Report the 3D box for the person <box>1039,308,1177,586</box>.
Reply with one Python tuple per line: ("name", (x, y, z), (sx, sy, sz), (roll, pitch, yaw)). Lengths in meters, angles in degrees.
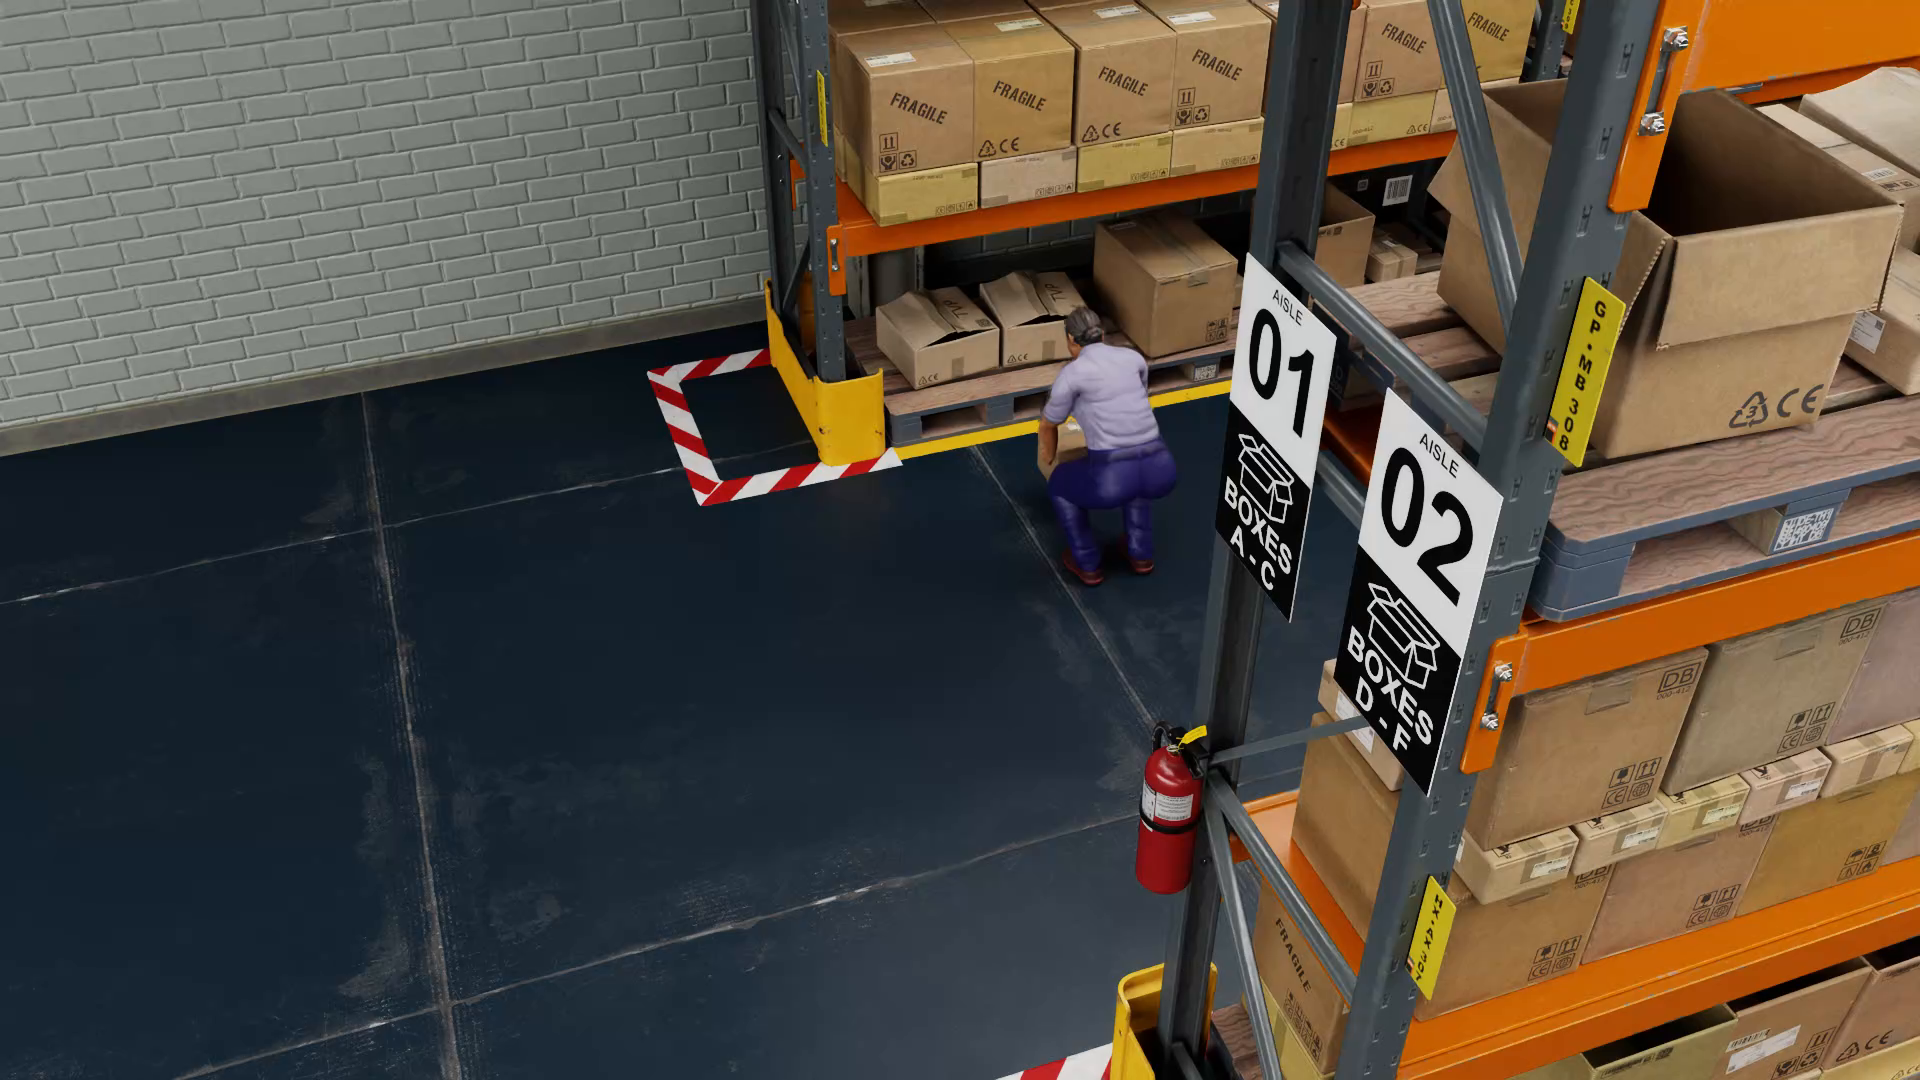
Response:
("person", (0.662, -0.386, 7.646), (0.540, 1.217, 0.727), (-13, 40, -16))
